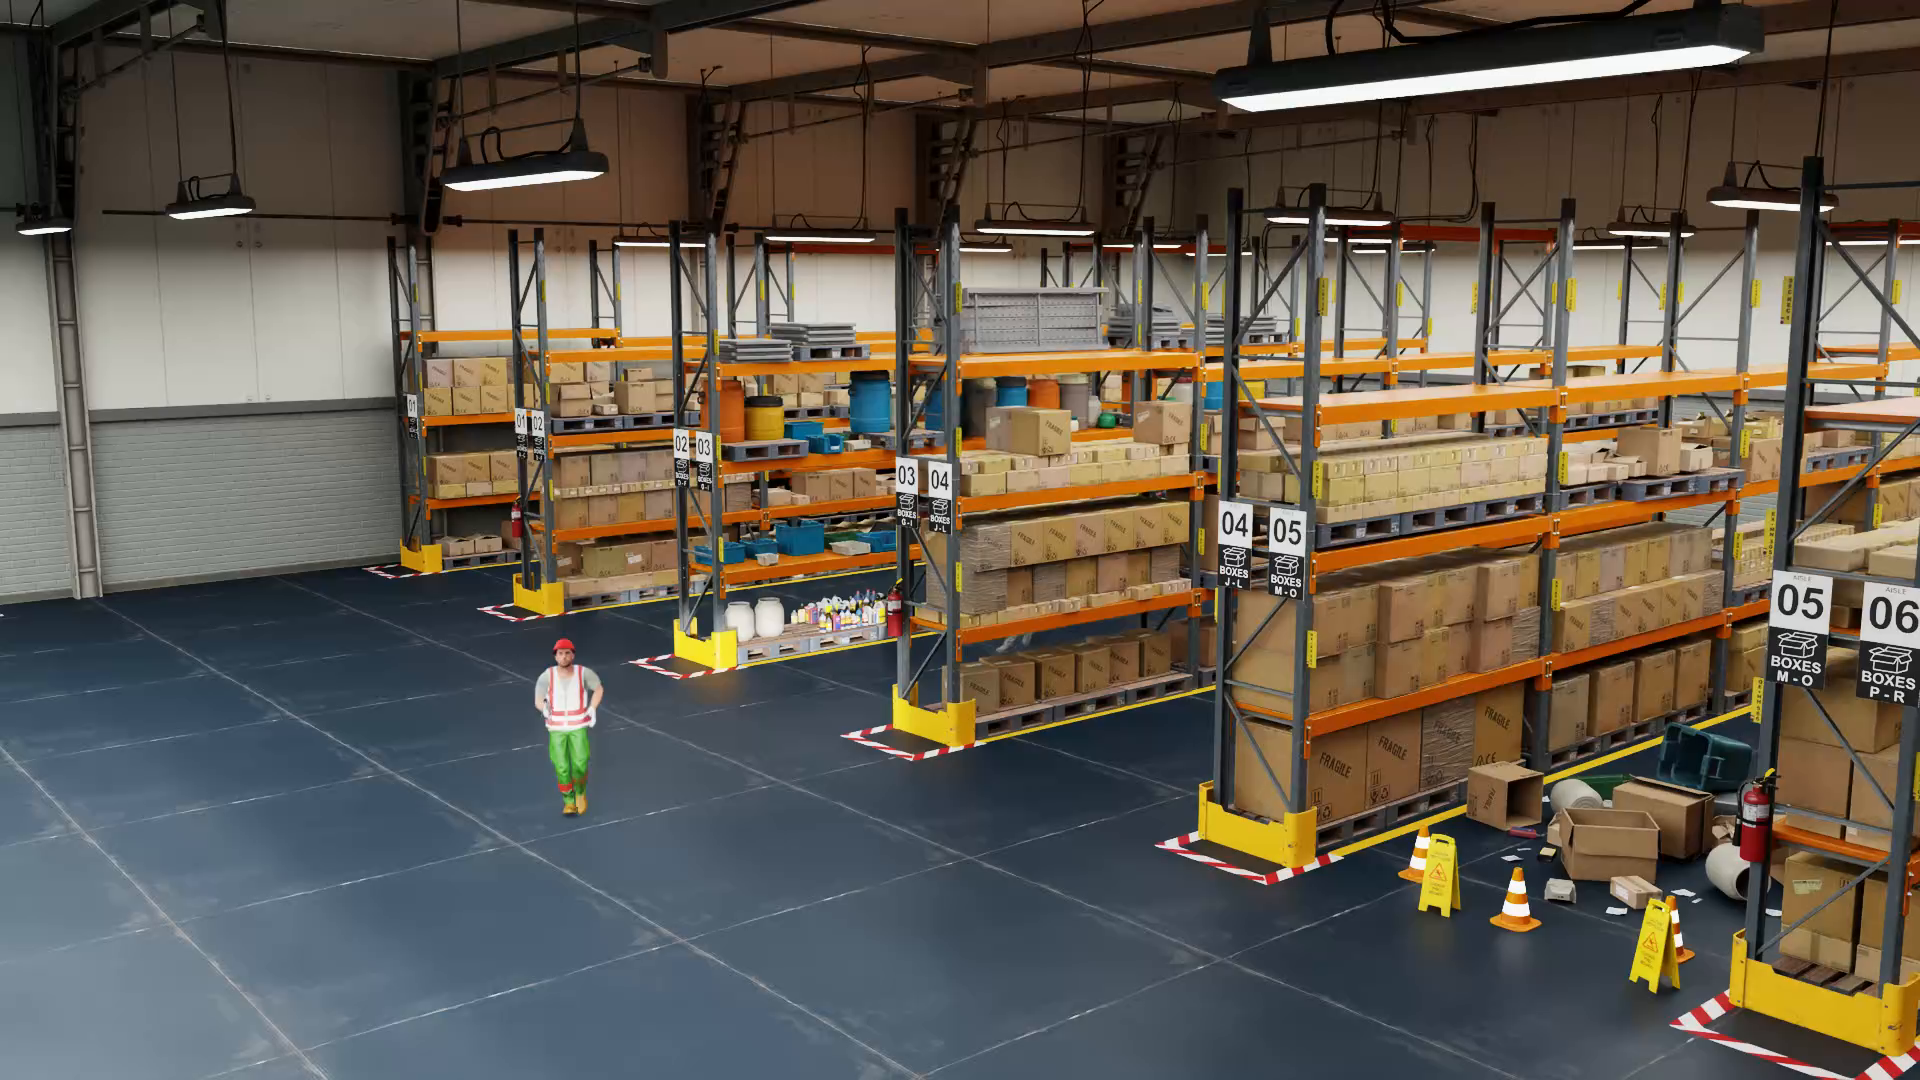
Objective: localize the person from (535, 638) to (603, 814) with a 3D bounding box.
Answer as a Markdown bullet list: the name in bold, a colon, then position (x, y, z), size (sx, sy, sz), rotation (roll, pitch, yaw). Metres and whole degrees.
- **person**: position (-3.794, 1.831, 16.079), size (0.619, 1.750, 0.604), rotation (-1, 9, -8)

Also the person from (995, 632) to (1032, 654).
- **person**: position (0.762, 0.636, 22.134), size (0.618, 1.675, 0.803), rotation (7, 11, 40)
